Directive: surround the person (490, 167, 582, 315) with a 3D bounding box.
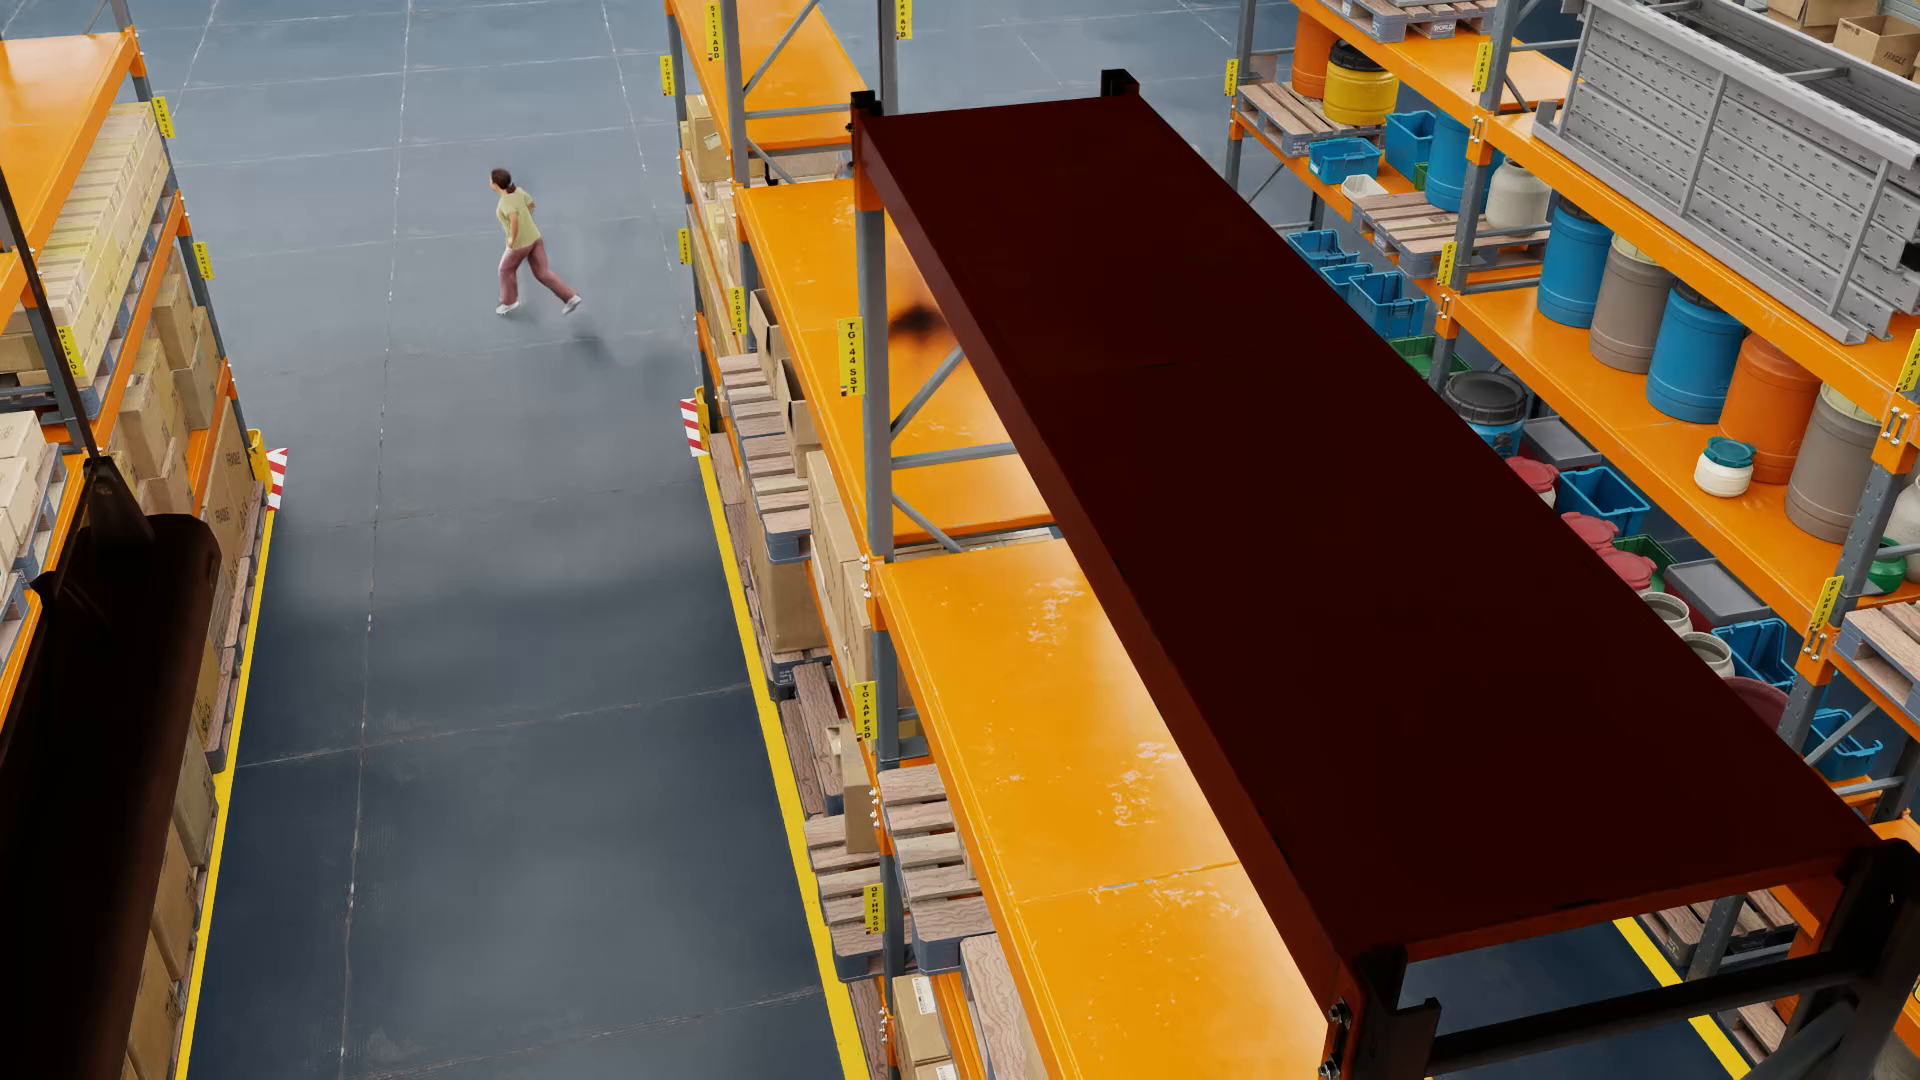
[{"bbox_3d":[-4.413,-2.990,17.012,1.095,1.660,0.582,14,37,19],"label":"person"}]

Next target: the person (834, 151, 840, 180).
[{"bbox_3d":[-1.461,-3.821,18.071,0.969,1.782,0.658,5,35,8],"label":"person"}]
